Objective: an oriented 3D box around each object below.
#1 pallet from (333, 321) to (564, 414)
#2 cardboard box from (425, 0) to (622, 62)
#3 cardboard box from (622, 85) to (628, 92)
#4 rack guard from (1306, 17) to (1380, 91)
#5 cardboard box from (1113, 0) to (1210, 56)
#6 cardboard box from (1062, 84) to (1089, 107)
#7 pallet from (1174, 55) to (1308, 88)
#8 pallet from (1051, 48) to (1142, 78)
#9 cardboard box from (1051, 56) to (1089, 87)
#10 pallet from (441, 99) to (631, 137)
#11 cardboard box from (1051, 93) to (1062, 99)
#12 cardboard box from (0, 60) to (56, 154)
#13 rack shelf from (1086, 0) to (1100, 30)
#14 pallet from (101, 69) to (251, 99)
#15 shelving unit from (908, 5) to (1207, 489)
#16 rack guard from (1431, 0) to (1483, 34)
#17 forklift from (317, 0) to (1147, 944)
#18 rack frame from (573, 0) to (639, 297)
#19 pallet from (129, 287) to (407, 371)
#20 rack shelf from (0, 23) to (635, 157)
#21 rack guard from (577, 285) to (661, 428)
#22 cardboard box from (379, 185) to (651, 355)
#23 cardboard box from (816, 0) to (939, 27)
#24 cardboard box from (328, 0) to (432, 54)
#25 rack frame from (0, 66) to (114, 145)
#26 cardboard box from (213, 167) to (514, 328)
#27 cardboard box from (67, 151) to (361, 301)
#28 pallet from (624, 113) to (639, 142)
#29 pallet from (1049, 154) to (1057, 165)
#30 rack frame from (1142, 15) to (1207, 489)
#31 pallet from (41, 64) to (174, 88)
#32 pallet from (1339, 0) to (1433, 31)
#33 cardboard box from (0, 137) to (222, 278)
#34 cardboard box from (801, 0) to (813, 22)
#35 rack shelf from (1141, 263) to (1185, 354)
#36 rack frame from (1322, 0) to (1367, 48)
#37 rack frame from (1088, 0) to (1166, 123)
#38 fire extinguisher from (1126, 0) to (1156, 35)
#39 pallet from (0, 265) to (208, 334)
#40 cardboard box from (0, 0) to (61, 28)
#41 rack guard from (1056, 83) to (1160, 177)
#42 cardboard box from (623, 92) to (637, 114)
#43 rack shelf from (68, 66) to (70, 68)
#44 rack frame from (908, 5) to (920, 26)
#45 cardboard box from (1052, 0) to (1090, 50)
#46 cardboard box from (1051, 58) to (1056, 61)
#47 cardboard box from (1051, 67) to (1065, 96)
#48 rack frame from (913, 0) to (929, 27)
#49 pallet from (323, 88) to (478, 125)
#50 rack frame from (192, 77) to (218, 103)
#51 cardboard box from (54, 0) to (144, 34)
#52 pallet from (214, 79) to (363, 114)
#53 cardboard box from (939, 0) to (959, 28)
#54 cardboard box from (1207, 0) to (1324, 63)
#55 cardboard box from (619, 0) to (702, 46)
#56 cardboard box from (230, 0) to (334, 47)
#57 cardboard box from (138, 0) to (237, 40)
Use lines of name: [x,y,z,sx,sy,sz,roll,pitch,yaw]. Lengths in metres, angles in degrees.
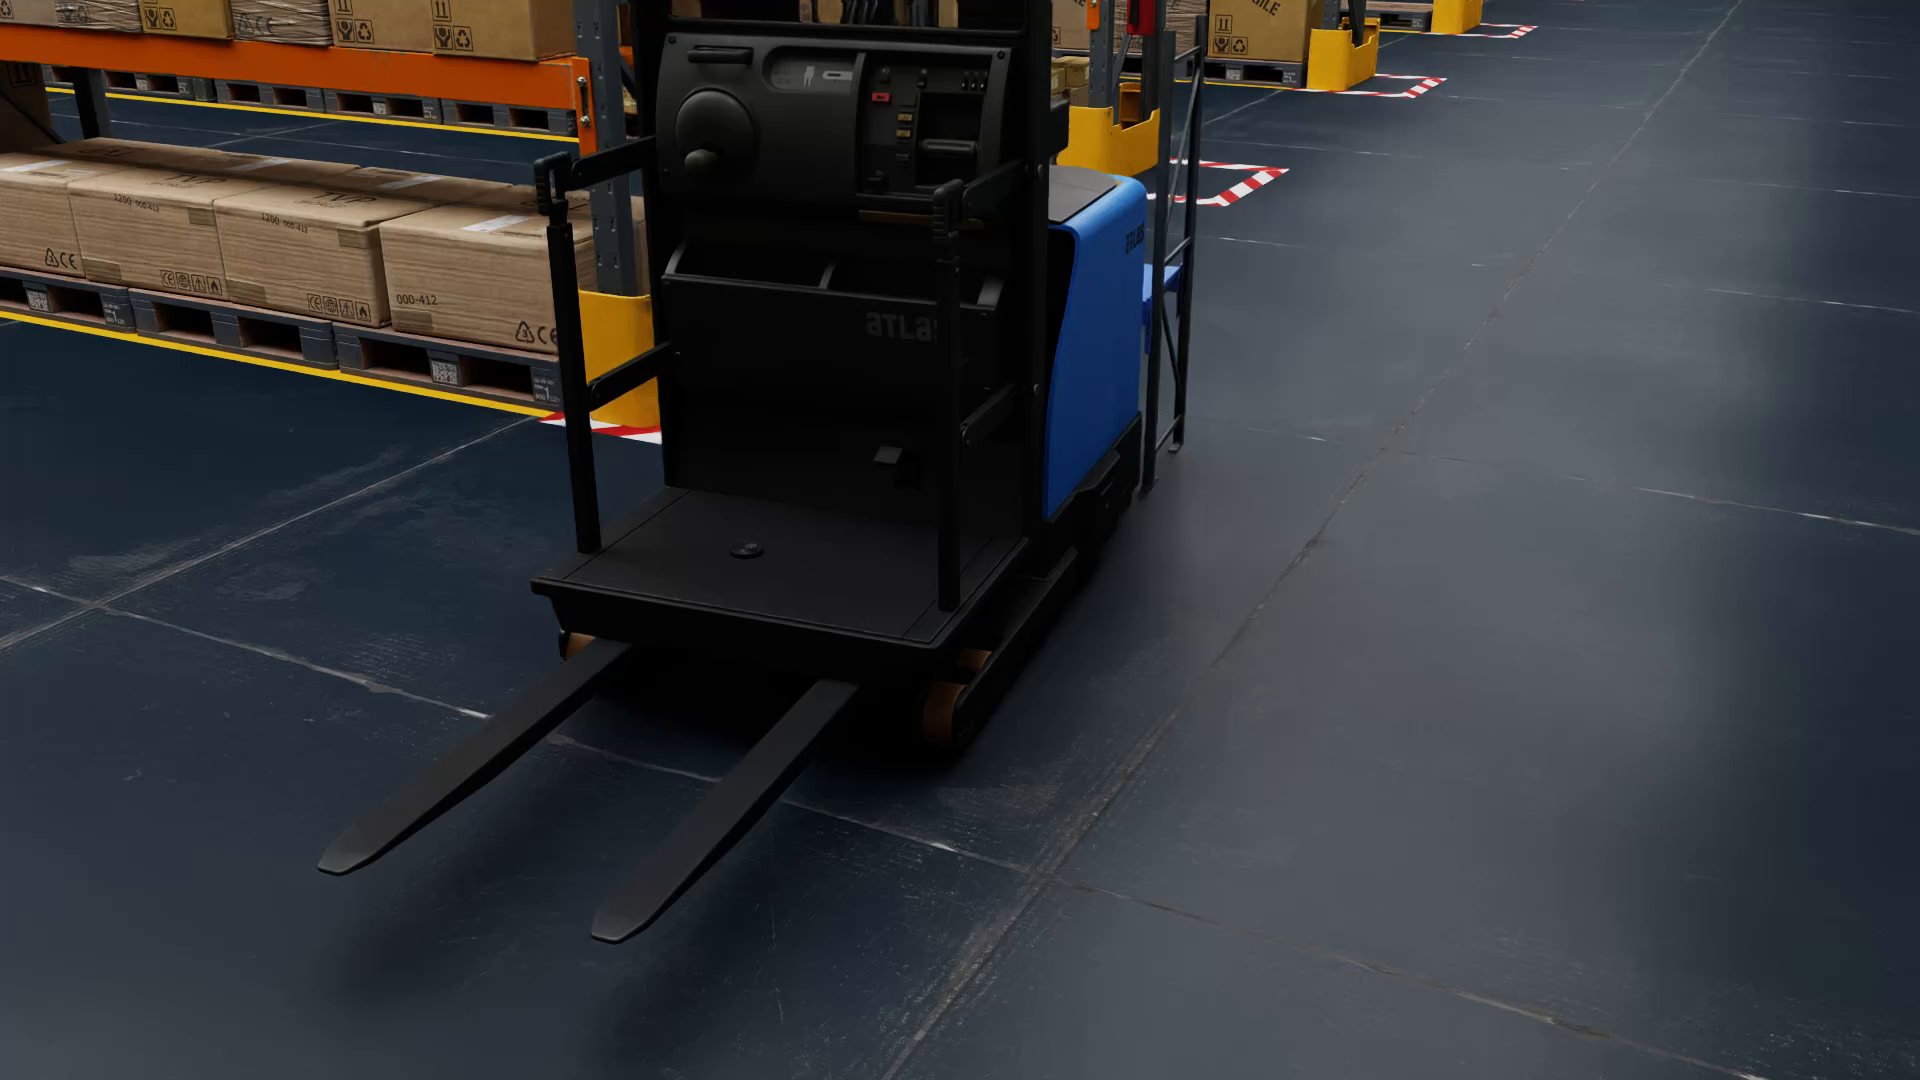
pallet: [-1.822,-0.859,7.000,1.213,0.211,1.003,11,25,25]
cardboard box: [-1.623,-2.067,6.150,0.500,0.500,0.500,11,26,25]
cardboard box: [-2.321,-3.324,11.959,0.250,0.149,0.380,12,26,27]
rack guard: [3.419,-4.335,14.805,0.348,0.500,1.175,11,25,25]
cardboard box: [1.979,-4.951,15.237,0.875,0.875,0.875,11,25,25]
cardboard box: [0.718,-2.975,11.140,0.250,0.149,0.380,12,26,27]
pallet: [2.649,-4.320,15.139,1.213,0.211,1.003,11,25,25]
pallet: [1.564,-4.536,15.646,1.213,0.211,1.003,11,25,25]
cardboard box: [0.756,-3.141,11.150,0.250,0.149,0.380,10,25,22]
pallet: [-3.195,-3.335,12.823,1.213,0.211,1.003,11,25,25]
cardboard box: [0.470,-2.787,10.696,0.250,0.149,0.380,10,25,23]
cardboard box: [-5.233,-2.032,8.373,0.875,0.875,0.875,12,26,26]
rack shelf: [-0.715,-3.797,11.265,4.000,0.370,1.077,11,25,25]
pallet: [-6.739,-4.070,14.551,1.213,0.211,1.003,11,25,25]
shelving unit: [0.241,-1.023,5.740,1.048,1.500,0.538,8,24,18]
rack guard: [5.660,-6.069,18.883,0.348,0.500,1.175,11,25,25]
forklift: [-0.396,-1.022,3.908,1.130,2.935,3.031,8,24,19]
rack frame: [-1.073,-2.028,6.187,0.127,3.000,1.000,11,25,25]
pallet: [-2.907,-1.075,7.508,1.213,0.211,1.003,11,25,25]
rack shelf: [-2.858,-2.051,7.158,4.000,0.370,1.077,11,25,25]
rack guard: [-1.052,-0.874,6.666,0.348,0.500,1.175,11,25,25]
cardboard box: [-1.708,-1.124,6.798,0.875,0.438,0.875,10,25,23]
cardboard box: [-0.752,-5.517,16.569,0.875,0.875,1.225,11,26,25]
cardboard box: [-2.064,-2.161,6.371,0.500,0.500,0.500,11,25,23]
rack frame: [-4.643,-2.735,7.848,0.127,3.000,1.000,11,25,25]
cardboard box: [-2.528,-1.283,7.171,0.875,0.438,0.875,12,26,26]
cardboard box: [-3.332,-1.443,7.547,0.875,0.438,0.875,10,25,23]
pallet: [-1.885,-3.092,12.251,1.213,0.211,1.003,11,25,25]
pallet: [0.293,-2.661,11.238,1.213,0.211,1.003,11,25,25]
rack frame: [0.719,-0.956,5.581,0.032,1.500,0.500,8,24,18]
pallet: [-7.824,-4.286,15.058,1.213,0.211,1.003,11,25,25]
pallet: [4.914,-6.095,19.313,1.213,0.211,1.003,11,25,25]
cardboard box: [-4.131,-1.601,7.918,0.875,0.438,0.875,11,25,24]
cardboard box: [-1.550,-5.675,16.939,0.875,0.875,1.225,10,25,23]
rack shelf: [0.241,-0.858,5.810,1.000,0.185,0.538,8,24,18]
rack frame: [3.398,-5.490,14.325,0.127,3.000,1.000,11,25,25]
rack frame: [1.070,-3.775,10.294,0.127,3.000,1.000,11,25,25]
fire extinguisher: [1.086,-3.362,9.898,0.183,0.674,0.296,11,25,25]
pallet: [-4.000,-1.290,8.013,1.213,0.211,1.003,11,25,25]
cardboard box: [-3.895,-2.516,7.206,0.500,0.500,0.500,11,26,25]
rack guard: [1.002,-2.638,10.815,0.348,0.500,1.175,11,25,25]
cardboard box: [-2.320,-3.186,12.016,0.250,0.149,0.380,10,25,22]
rack shelf: [-6.428,-2.757,8.819,4.000,0.370,1.077,11,25,25]
rack frame: [-0.237,-1.091,5.898,0.032,1.500,0.500,8,24,18]
cardboard box: [1.184,-5.108,15.606,0.875,0.875,0.875,11,25,25]
cardboard box: [0.455,-3.148,11.166,0.250,0.149,0.380,12,26,25]
cardboard box: [0.483,-2.935,10.665,0.250,0.149,0.380,12,26,25]
rack frame: [-0.172,-6.196,15.986,0.127,3.000,1.000,11,25,25]
pallet: [-4.288,-3.550,13.328,1.213,0.211,1.003,11,25,25]
rack frame: [-6.070,-5.188,13.616,0.127,3.000,1.000,11,25,25]
cardboard box: [-3.454,-2.426,6.994,0.500,0.500,0.500,11,26,25]
pallet: [-5.373,-3.766,13.836,1.213,0.211,1.003,11,25,25]
cardboard box: [0.381,-5.267,15.980,0.875,0.875,0.875,11,25,25]
cardboard box: [2.791,-4.790,14.859,0.875,0.875,0.875,11,25,25]
cardboard box: [-1.372,-2.259,6.602,0.500,0.500,0.500,11,25,24]
cardboard box: [-2.528,-2.248,6.576,0.500,0.500,0.500,12,26,26]
cardboard box: [-2.995,-2.335,6.780,0.500,0.500,0.500,12,26,26]
